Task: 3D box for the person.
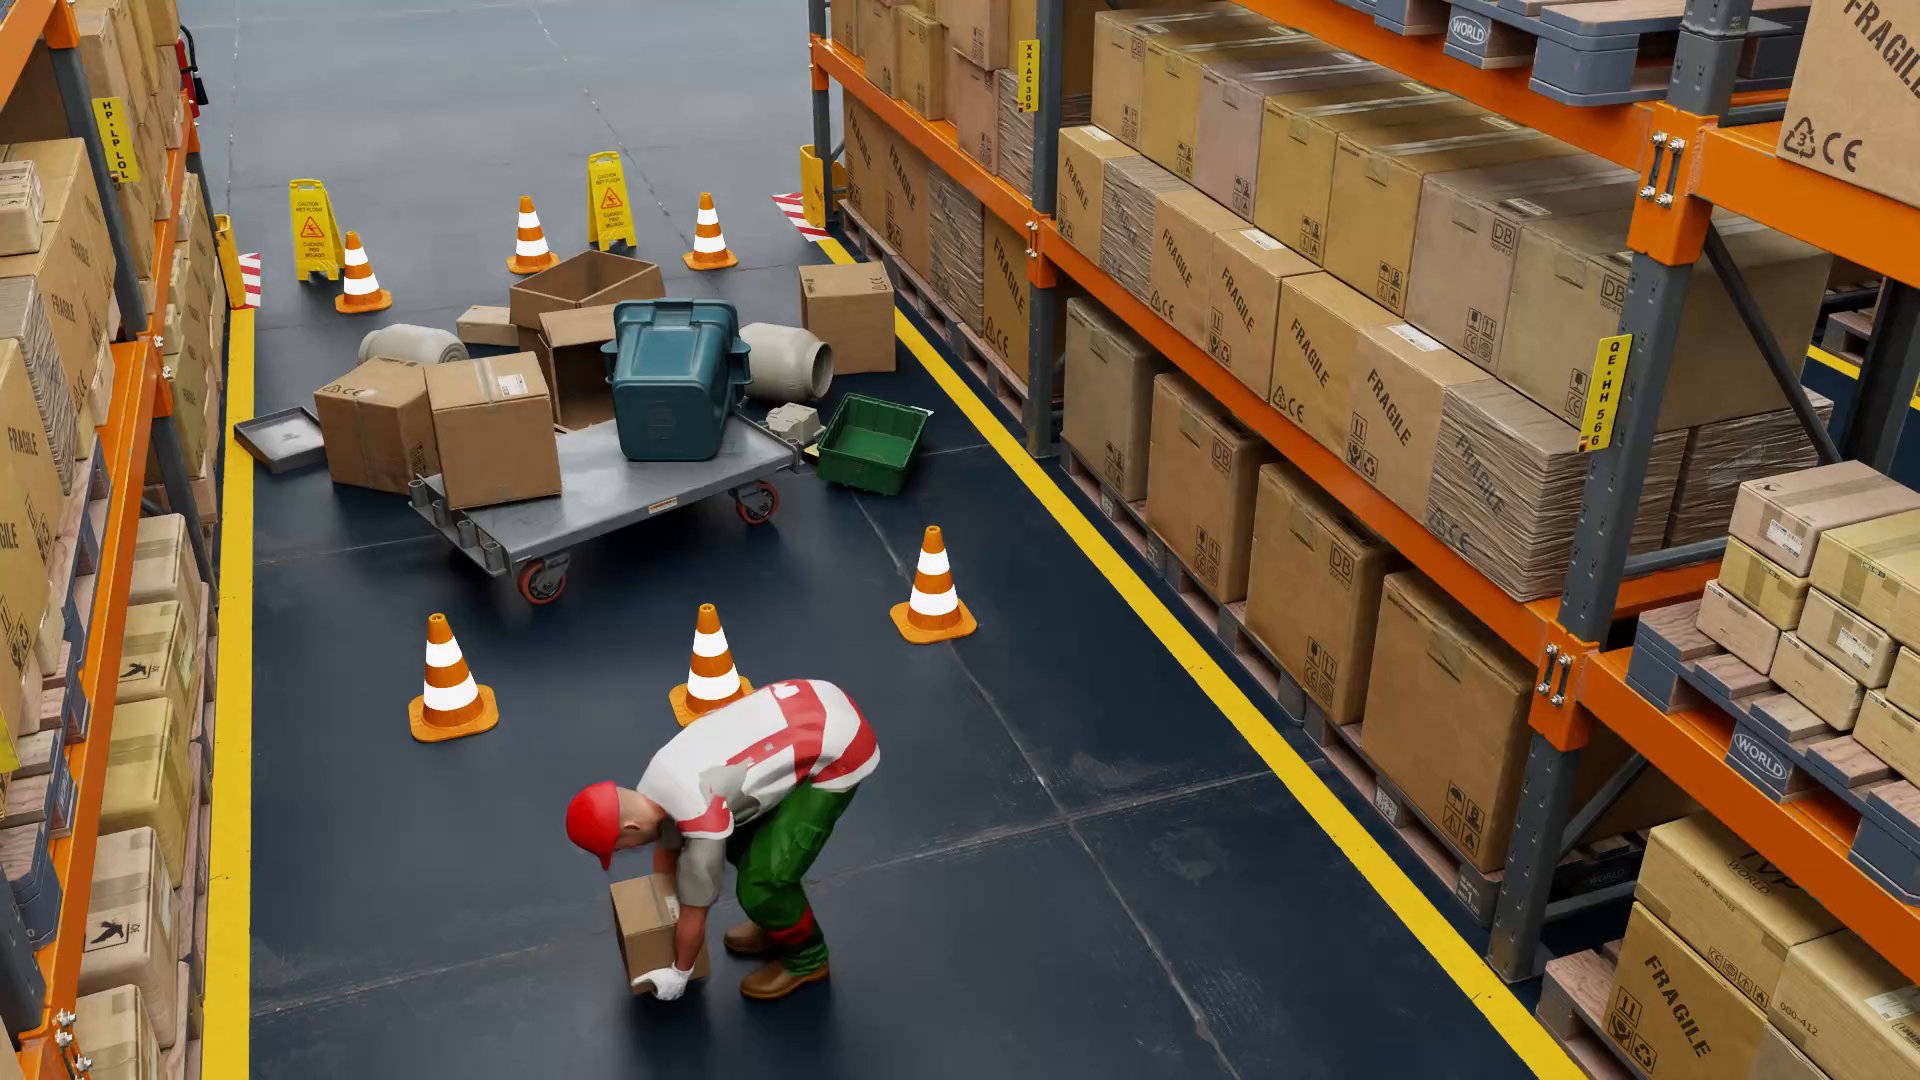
[{"bbox_3d":[-0.718,0.965,5.172,0.955,1.024,0.510,-12,32,-20],"label":"person"}]
